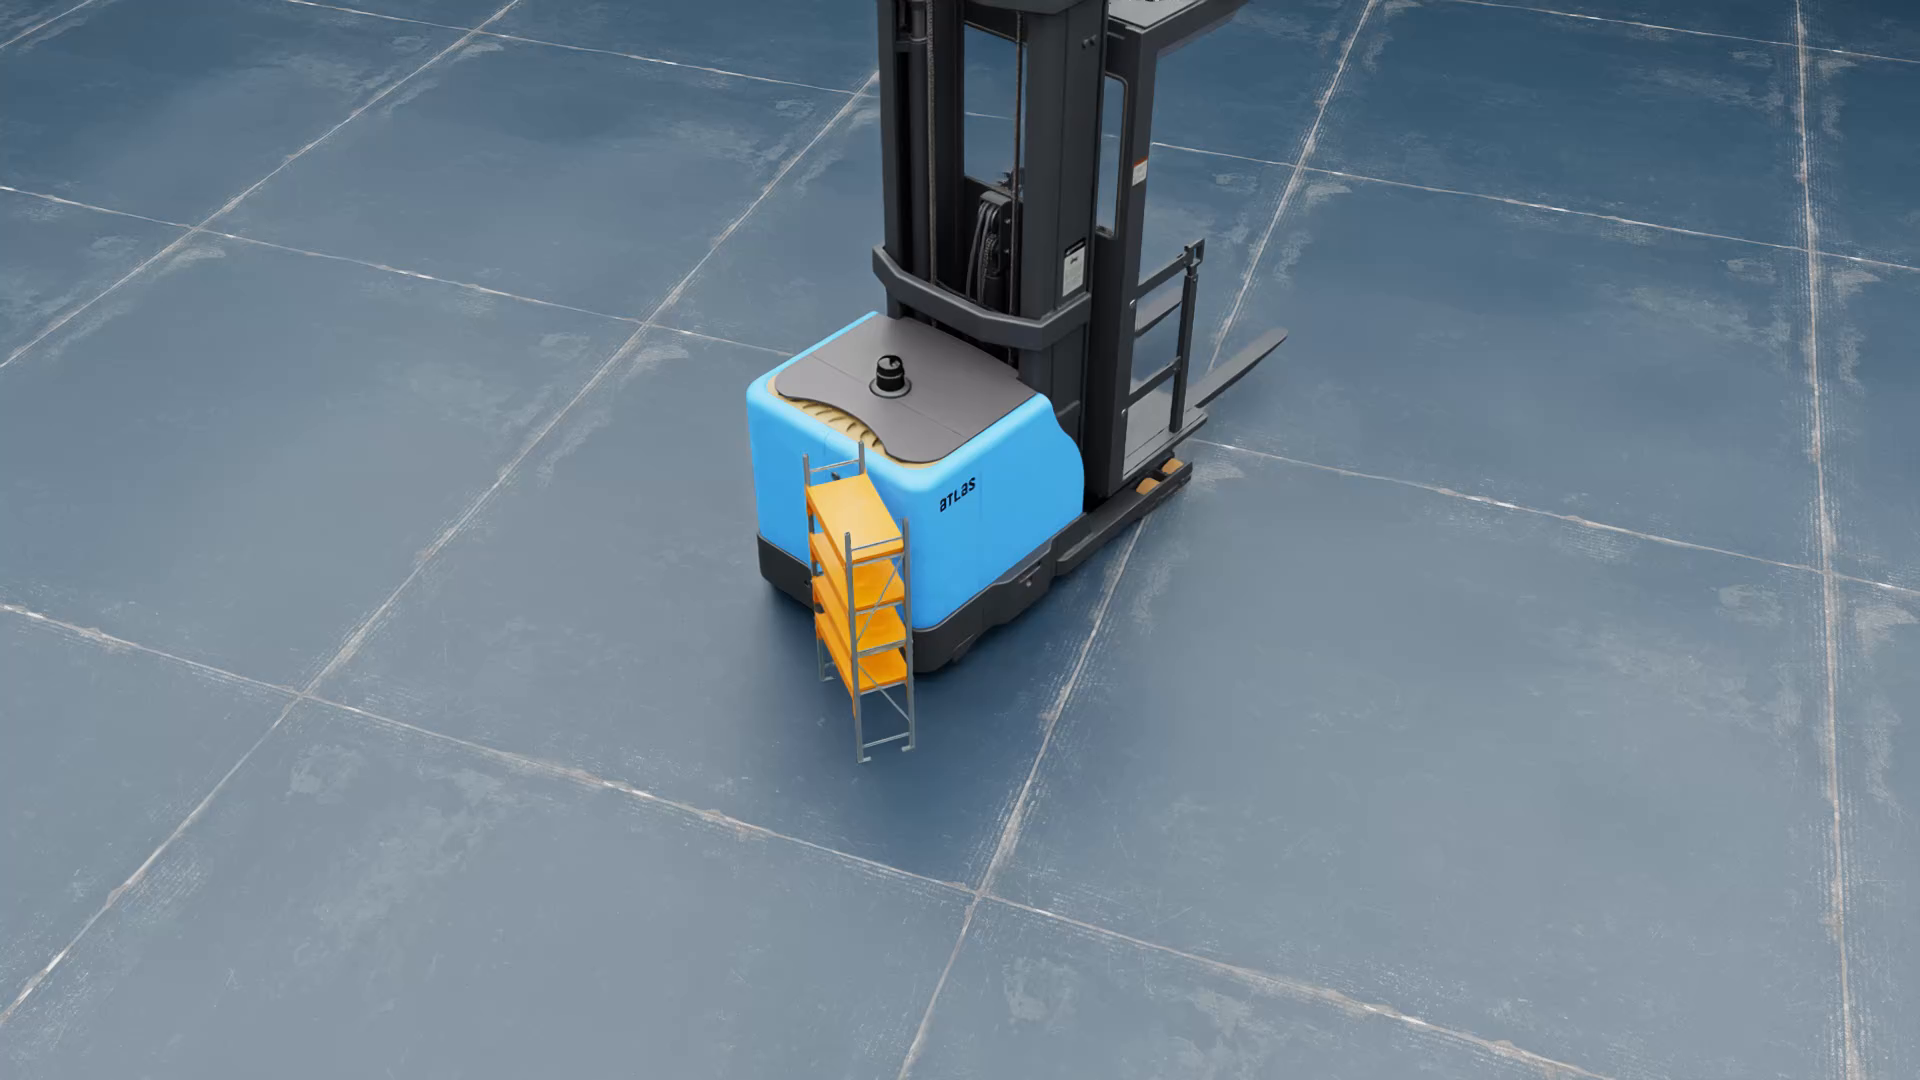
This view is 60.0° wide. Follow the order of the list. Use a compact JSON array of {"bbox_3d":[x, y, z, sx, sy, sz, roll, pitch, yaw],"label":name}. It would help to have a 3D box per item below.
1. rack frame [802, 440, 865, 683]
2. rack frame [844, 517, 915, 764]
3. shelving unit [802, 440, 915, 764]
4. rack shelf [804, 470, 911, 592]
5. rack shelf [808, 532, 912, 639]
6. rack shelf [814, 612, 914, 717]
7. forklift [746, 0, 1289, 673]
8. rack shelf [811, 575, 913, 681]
[{"bbox_3d":[-0.476,0.112,6.648,0.240,1.200,0.015,-14,43,-16],"label":"rack frame"},{"bbox_3d":[-0.297,0.406,6.303,0.240,1.200,0.015,-14,43,-16],"label":"rack frame"},{"bbox_3d":[-0.387,0.259,6.476,0.258,1.200,0.503,-14,43,-16],"label":"shelving unit"},{"bbox_3d":[-0.387,-0.040,6.221,0.258,0.148,0.480,-14,43,-16],"label":"rack shelf"},{"bbox_3d":[-0.387,0.140,6.374,0.258,0.148,0.480,-14,43,-16],"label":"rack shelf"},{"bbox_3d":[-0.387,0.461,6.648,0.258,0.148,0.480,-14,43,-16],"label":"rack shelf"},{"bbox_3d":[0.459,-1.438,7.131,1.130,2.935,3.031,30,49,30],"label":"forklift"},{"bbox_3d":[-0.387,0.310,6.520,0.258,0.148,0.480,-14,43,-16],"label":"rack shelf"}]
